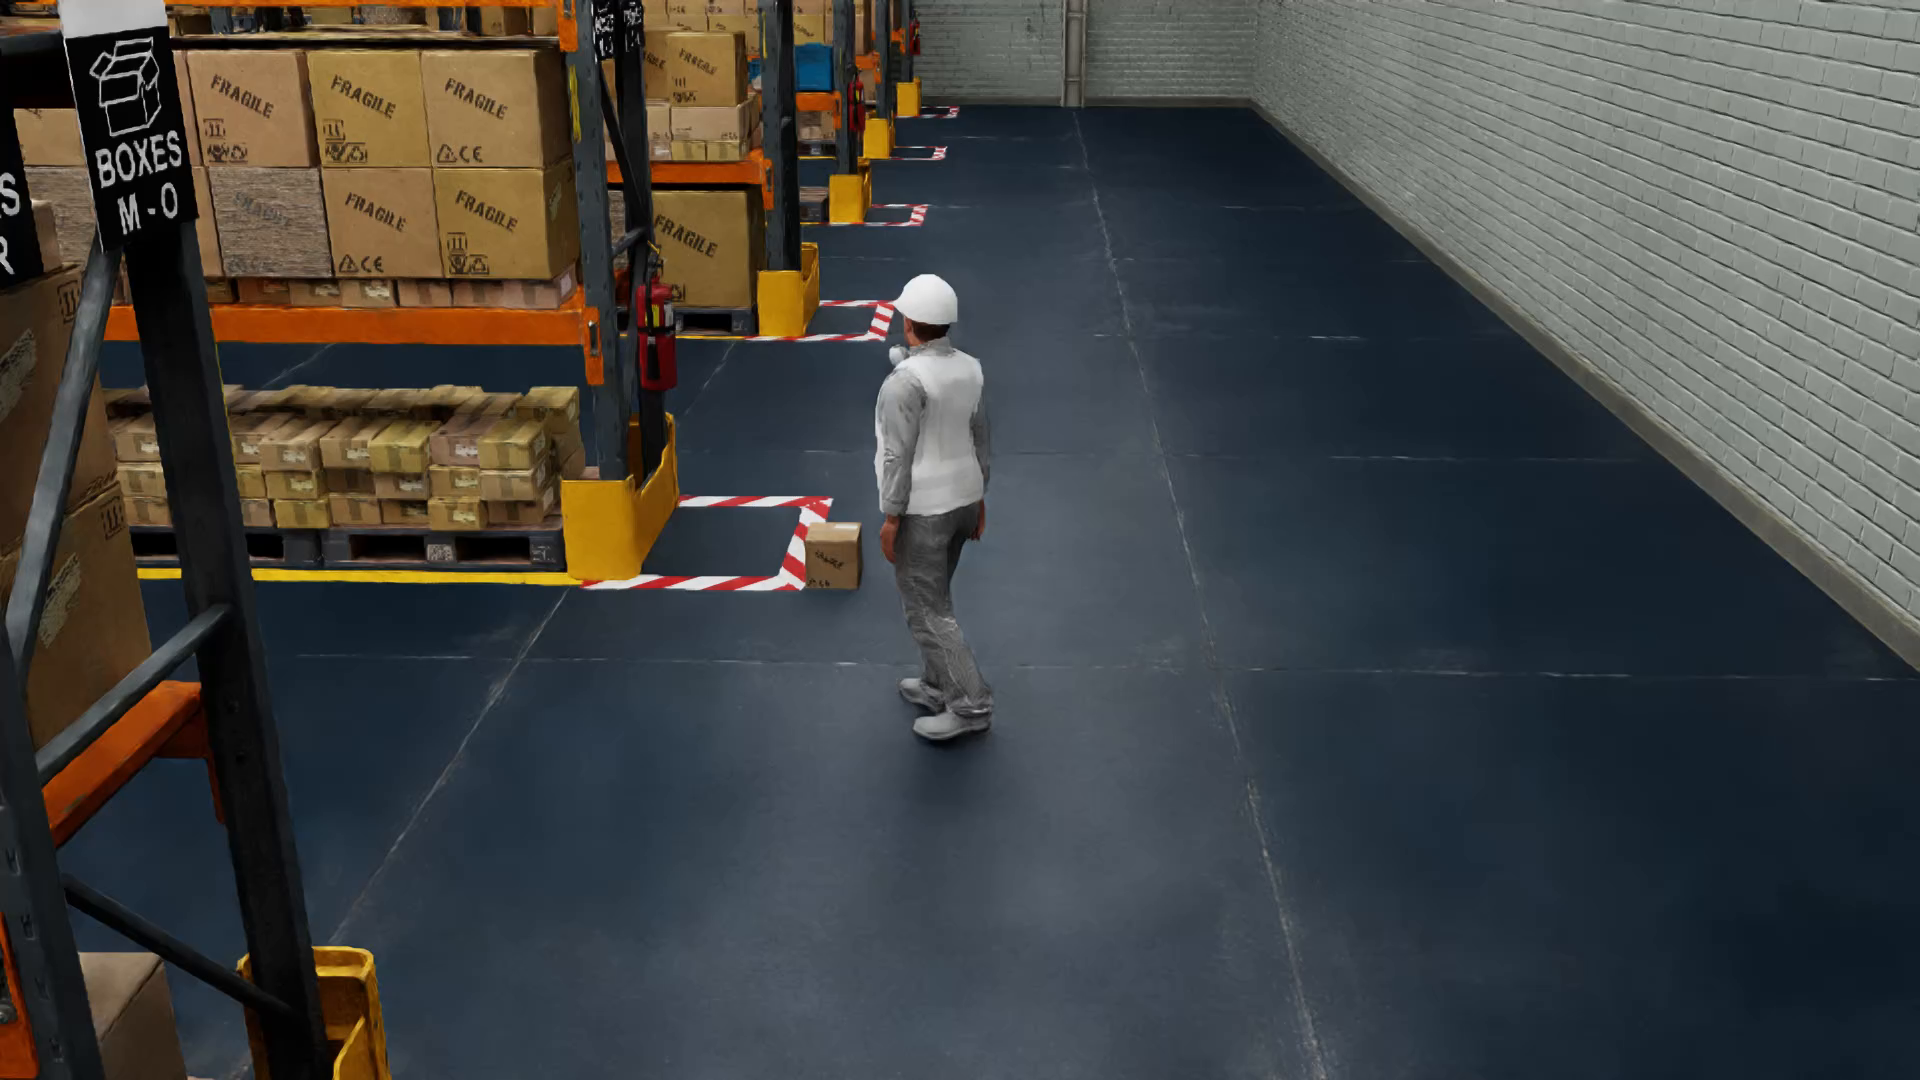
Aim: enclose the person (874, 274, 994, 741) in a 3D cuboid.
[{"bbox_3d":[-0.057,-0.124,6.377,0.562,1.763,0.564,15,25,34],"label":"person"}]
